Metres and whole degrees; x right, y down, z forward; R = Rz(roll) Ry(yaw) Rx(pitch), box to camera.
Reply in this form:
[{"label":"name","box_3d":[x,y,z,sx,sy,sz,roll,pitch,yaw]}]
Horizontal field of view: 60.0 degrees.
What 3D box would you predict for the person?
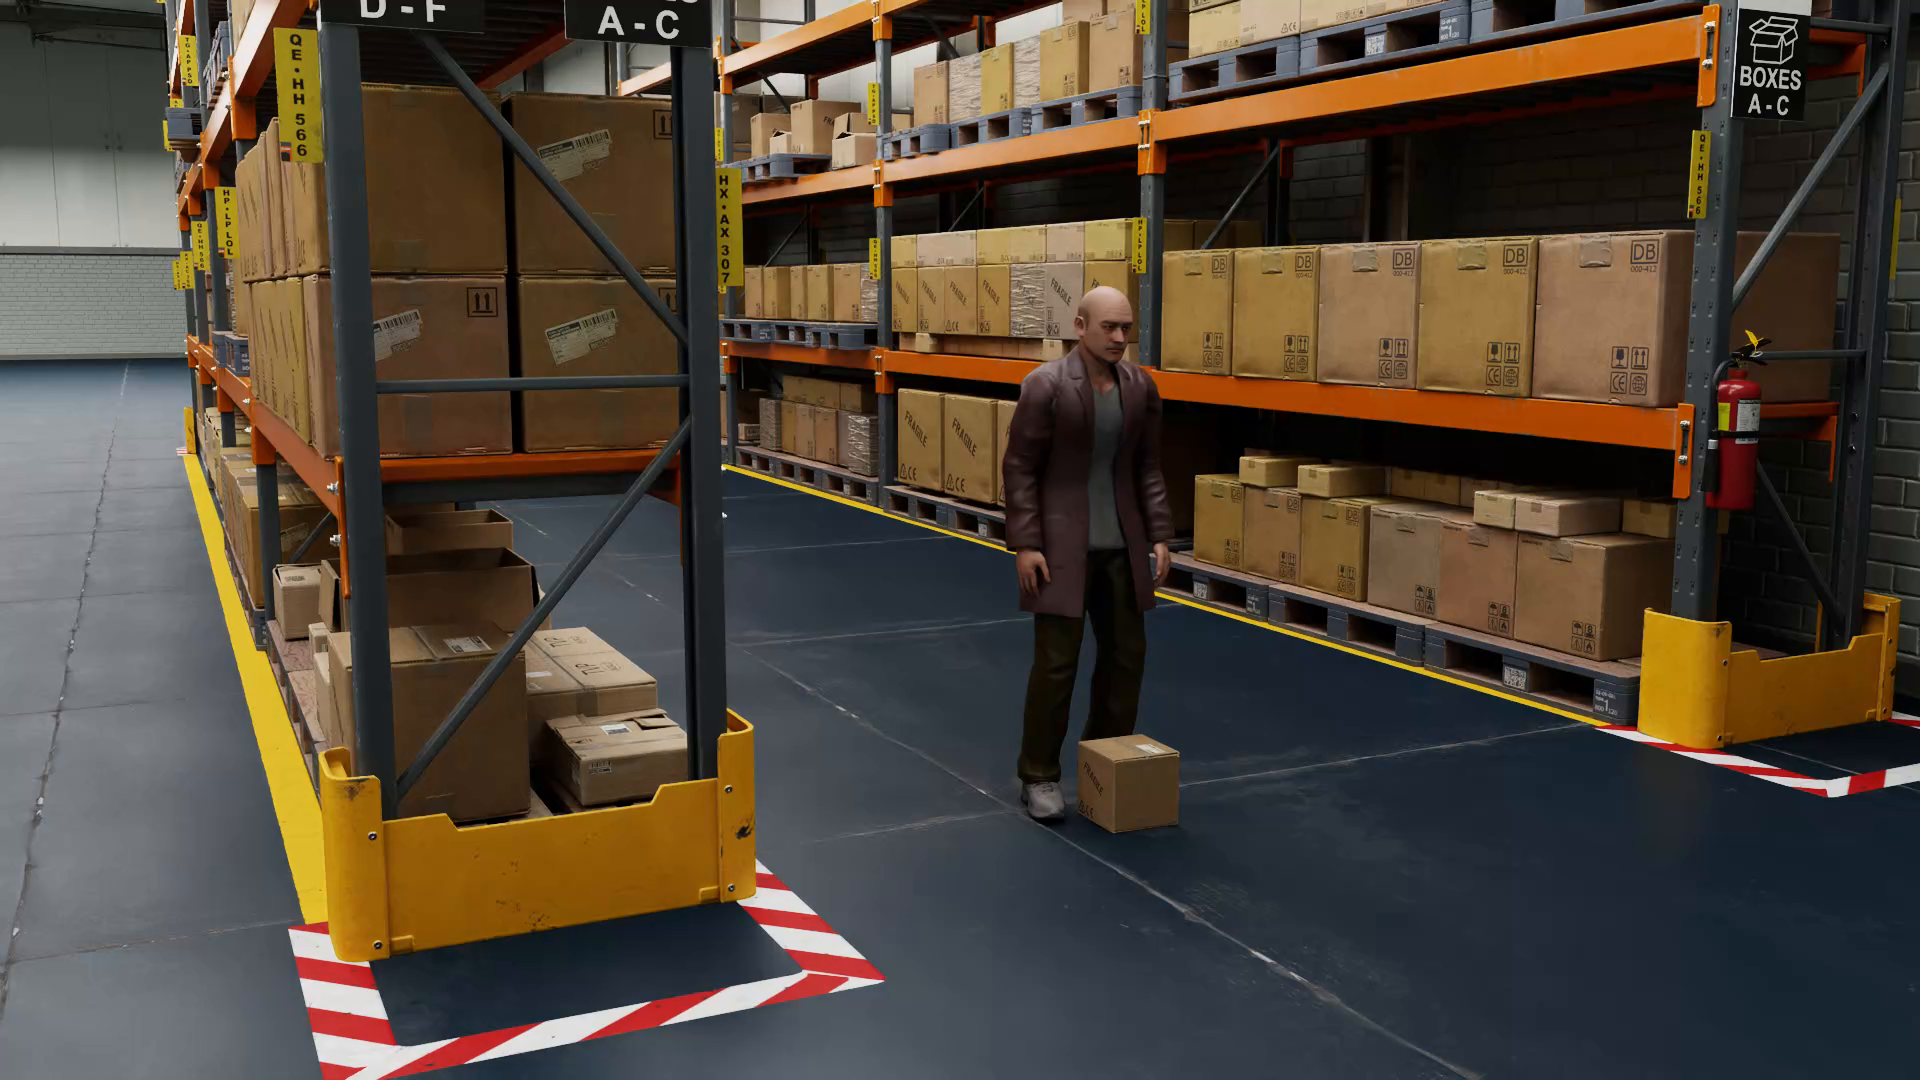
[{"label":"person","box_3d":[0.445,0.095,5.691,0.644,1.644,0.425,-4,9,-25]}]
